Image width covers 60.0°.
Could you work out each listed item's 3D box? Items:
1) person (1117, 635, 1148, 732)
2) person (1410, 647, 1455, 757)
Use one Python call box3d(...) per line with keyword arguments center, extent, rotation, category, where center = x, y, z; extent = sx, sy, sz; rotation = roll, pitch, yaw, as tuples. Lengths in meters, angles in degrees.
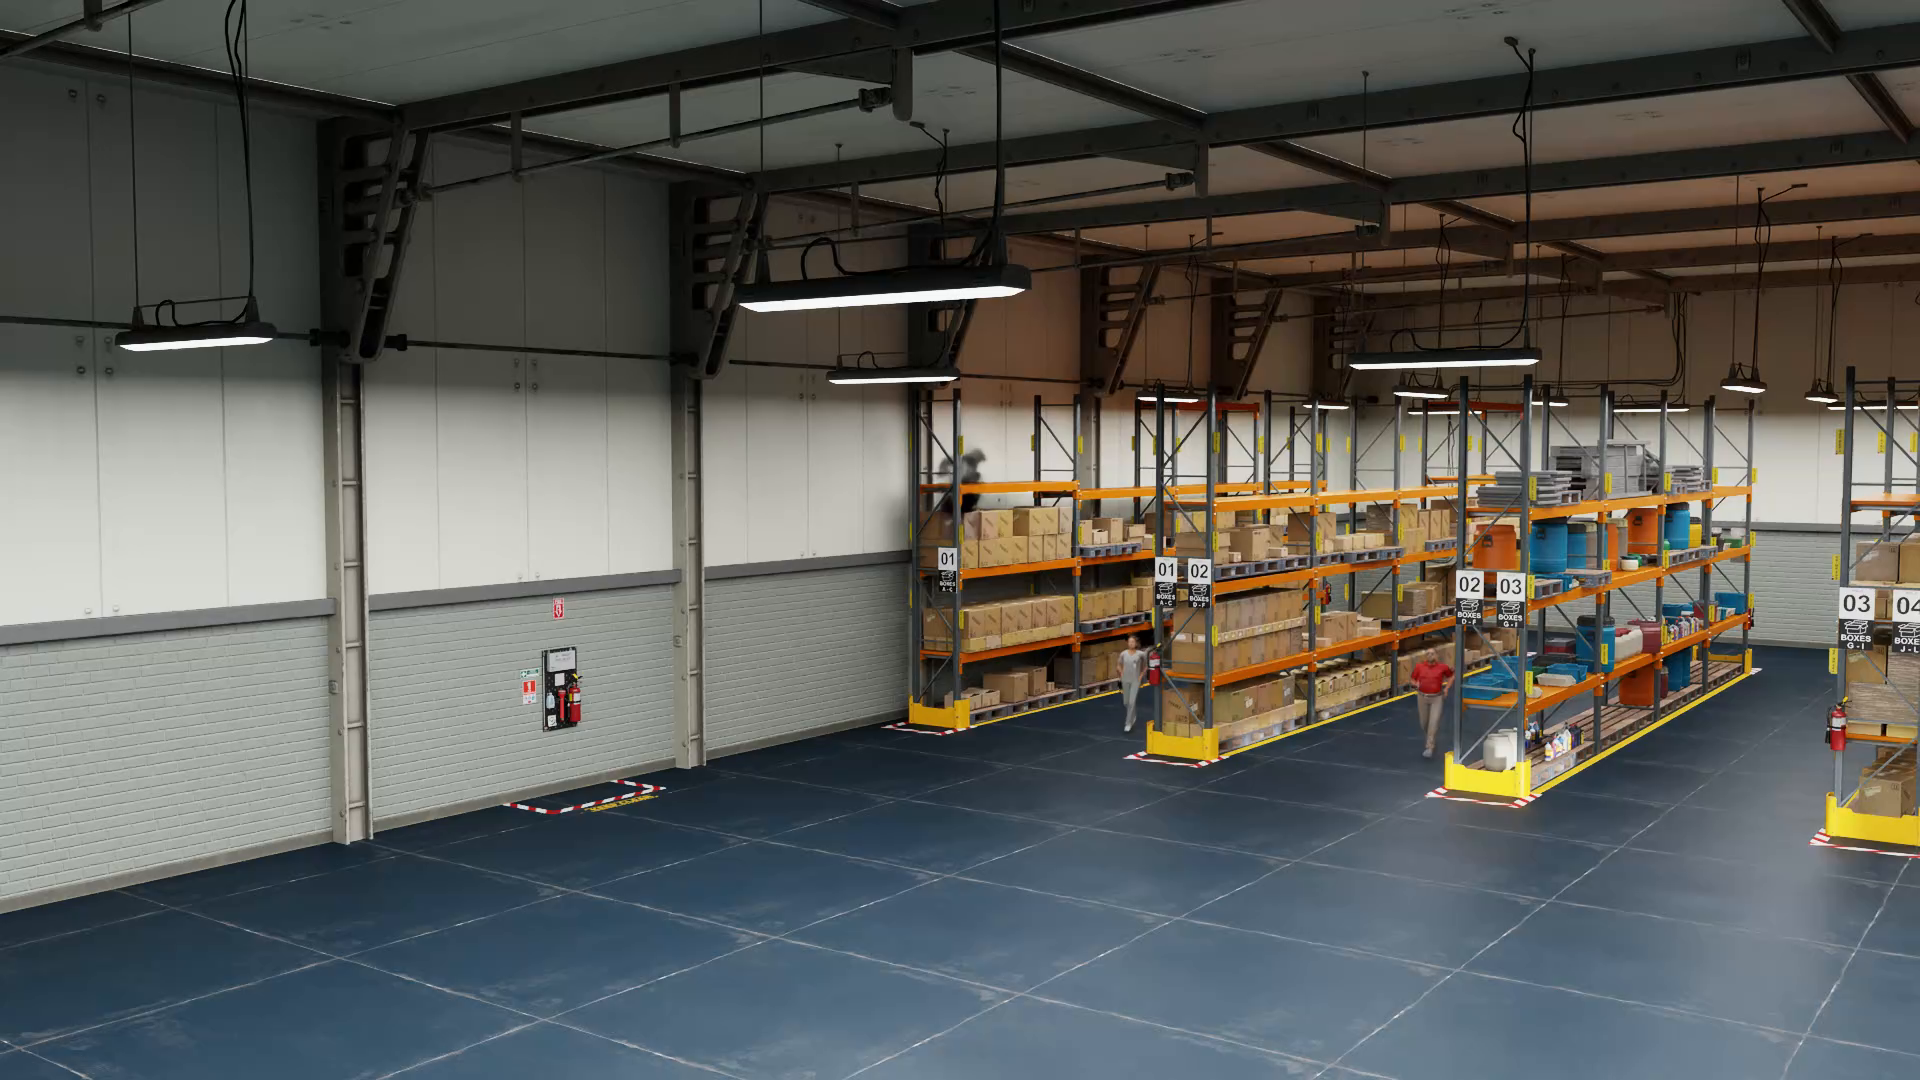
box3d(center=(3.025, 2.492, 29.200), extent=(0.578, 1.643, 0.869), rotation=(1, 3, 20), category="person")
box3d(center=(7.584, 2.582, 26.797), extent=(0.665, 1.697, 1.010), rotation=(2, 4, 27), category="person")
